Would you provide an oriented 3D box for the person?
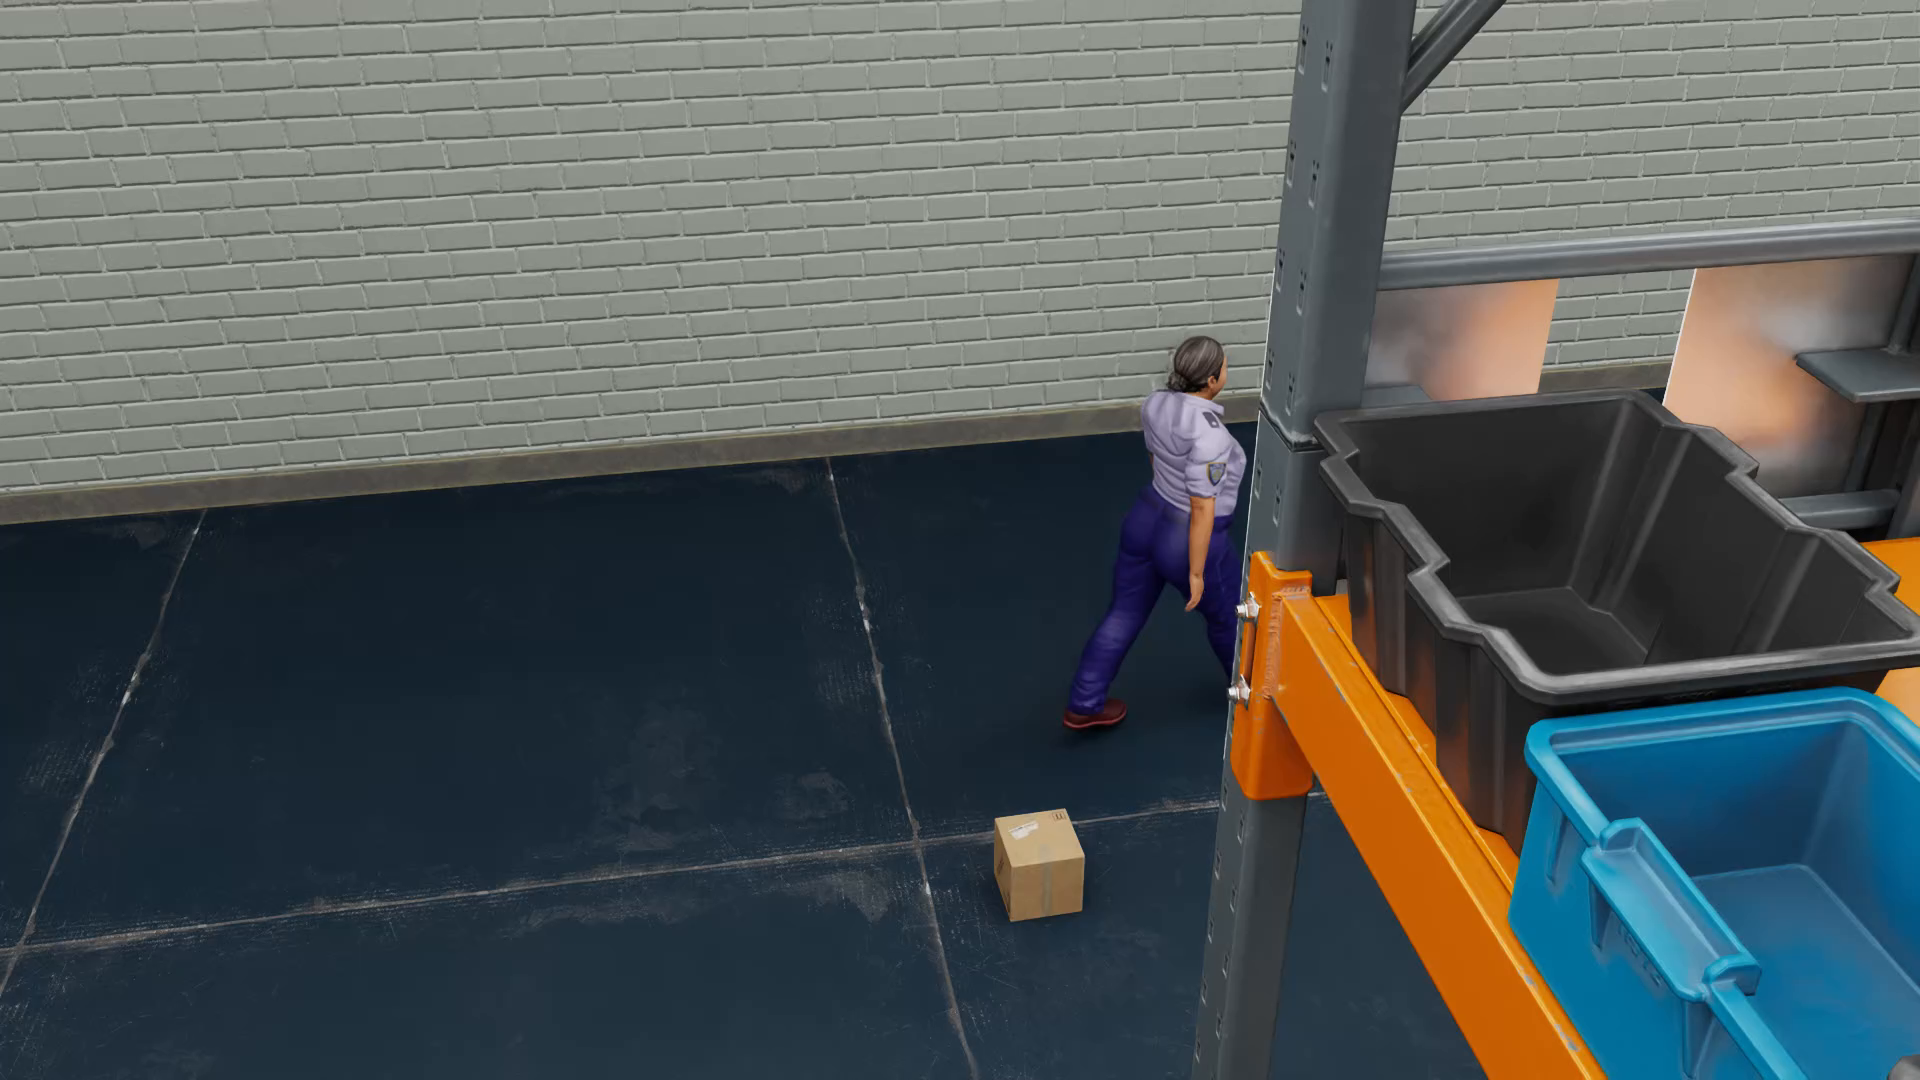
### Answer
[{"bbox_3d":[0.860,-0.029,6.203,1.020,1.574,0.521,-19,36,-29],"label":"person"}]
